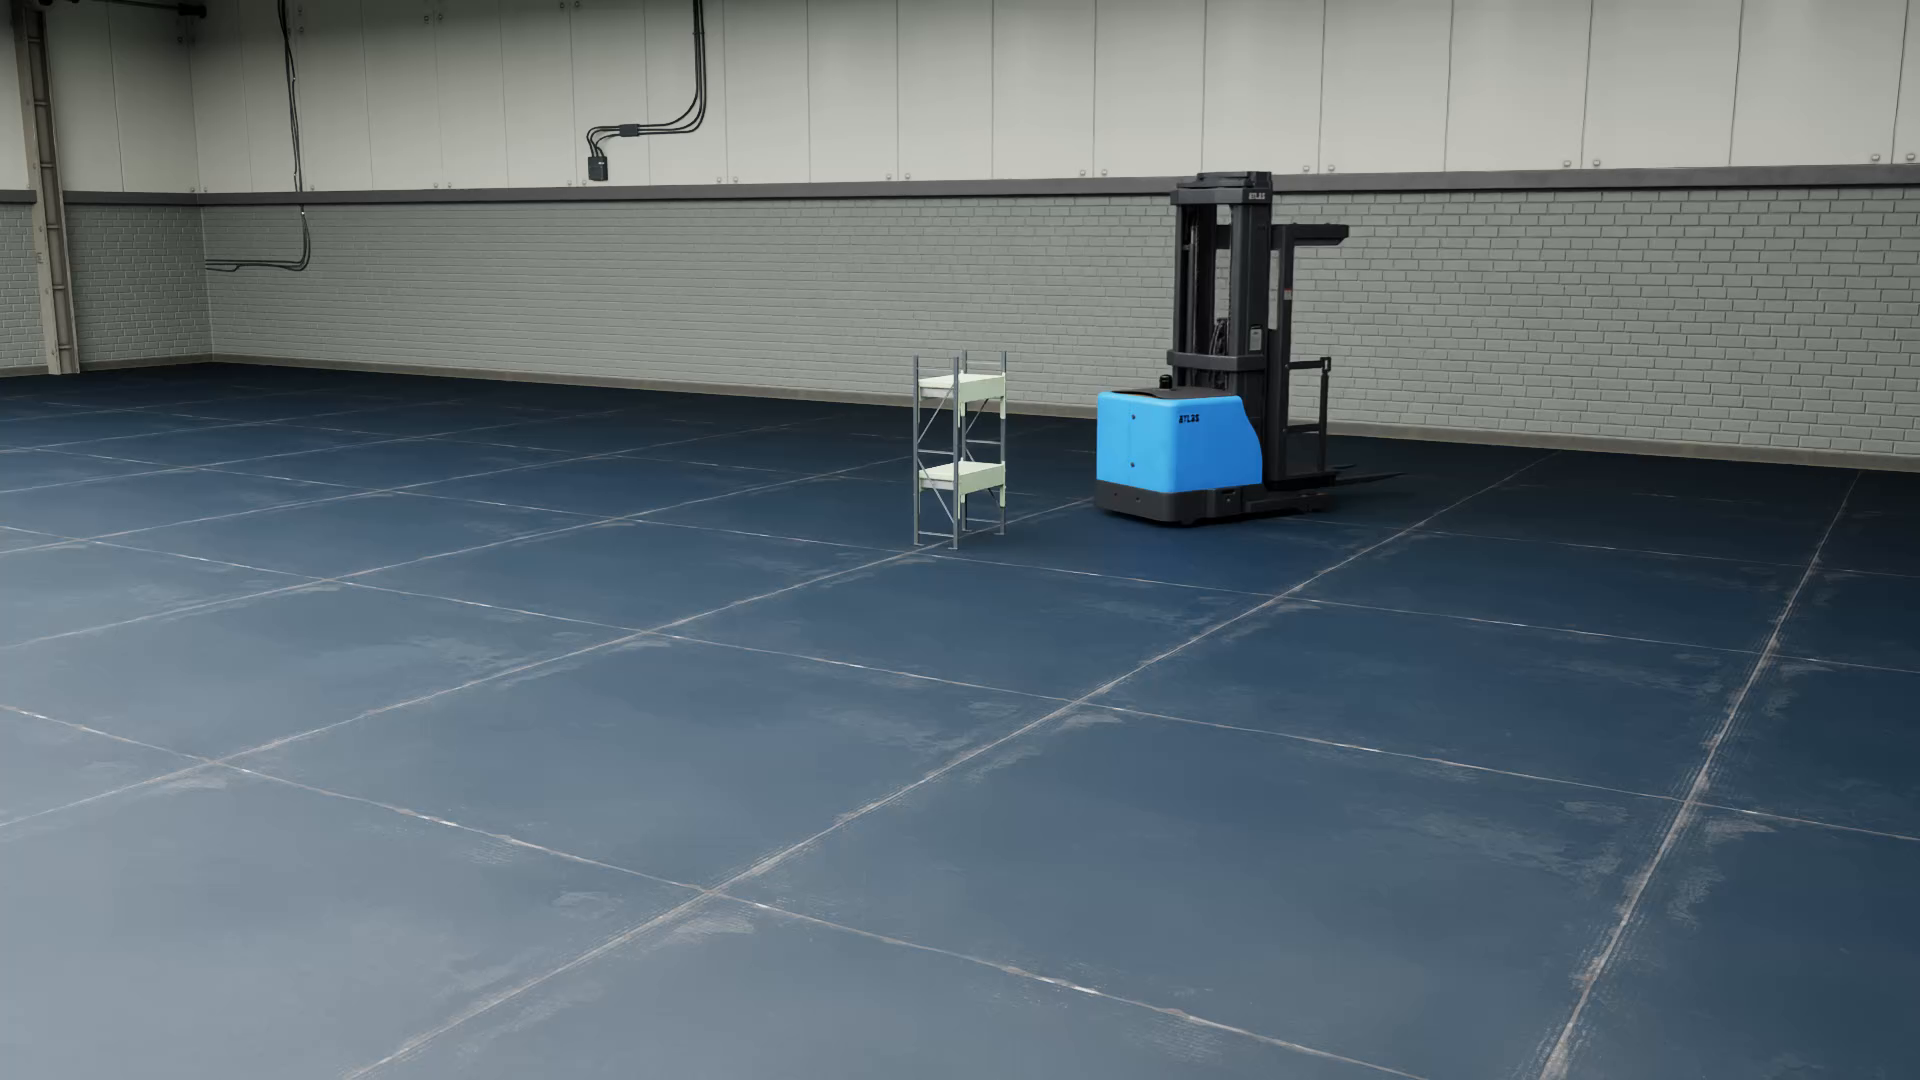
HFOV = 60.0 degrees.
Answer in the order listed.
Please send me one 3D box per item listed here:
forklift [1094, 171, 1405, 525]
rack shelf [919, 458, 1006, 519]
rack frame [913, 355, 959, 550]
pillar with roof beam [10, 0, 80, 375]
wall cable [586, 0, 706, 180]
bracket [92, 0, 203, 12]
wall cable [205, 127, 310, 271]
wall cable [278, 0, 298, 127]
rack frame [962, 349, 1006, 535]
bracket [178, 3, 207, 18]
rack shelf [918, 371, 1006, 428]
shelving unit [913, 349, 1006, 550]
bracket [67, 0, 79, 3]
[{"bbox_3d":[2.694,-1.746,14.729,3.031,2.935,1.130,-7,13,-32],"label":"forklift"},{"bbox_3d":[0.003,-0.418,13.296,0.431,0.370,0.720,6,12,31],"label":"rack shelf"},{"bbox_3d":[-0.187,-0.681,12.929,0.400,1.500,0.023,6,12,31],"label":"rack frame"},{"bbox_3d":[-11.818,-6.894,25.739,9.100,9.000,0.548,6,12,31],"label":"pillar with roof beam"},{"bbox_3d":[-4.732,-8.404,24.565,2.305,6.003,0.169,6,12,31],"label":"wall cable"},{"bbox_3d":[-14.055,-9.386,29.267,0.076,0.066,3.189,6,12,31],"label":"bracket"},{"bbox_3d":[-12.838,-6.116,30.022,3.097,2.526,0.112,6,12,31],"label":"wall cable"},{"bbox_3d":[-10.525,-8.340,28.176,3.097,2.526,0.112,6,12,31],"label":"wall cable"},{"bbox_3d":[0.193,-0.796,13.544,0.400,1.500,0.023,6,12,31],"label":"rack frame"},{"bbox_3d":[-13.748,-9.479,29.763,0.235,0.232,0.430,6,12,31],"label":"bracket"},{"bbox_3d":[0.003,-1.122,13.164,0.431,0.370,0.720,6,12,31],"label":"rack shelf"},{"bbox_3d":[0.003,-0.738,13.236,0.431,1.500,0.755,6,12,31],"label":"shelving unit"},{"bbox_3d":[-14.978,-9.106,27.772,0.235,0.232,0.430,6,12,31],"label":"bracket"}]
